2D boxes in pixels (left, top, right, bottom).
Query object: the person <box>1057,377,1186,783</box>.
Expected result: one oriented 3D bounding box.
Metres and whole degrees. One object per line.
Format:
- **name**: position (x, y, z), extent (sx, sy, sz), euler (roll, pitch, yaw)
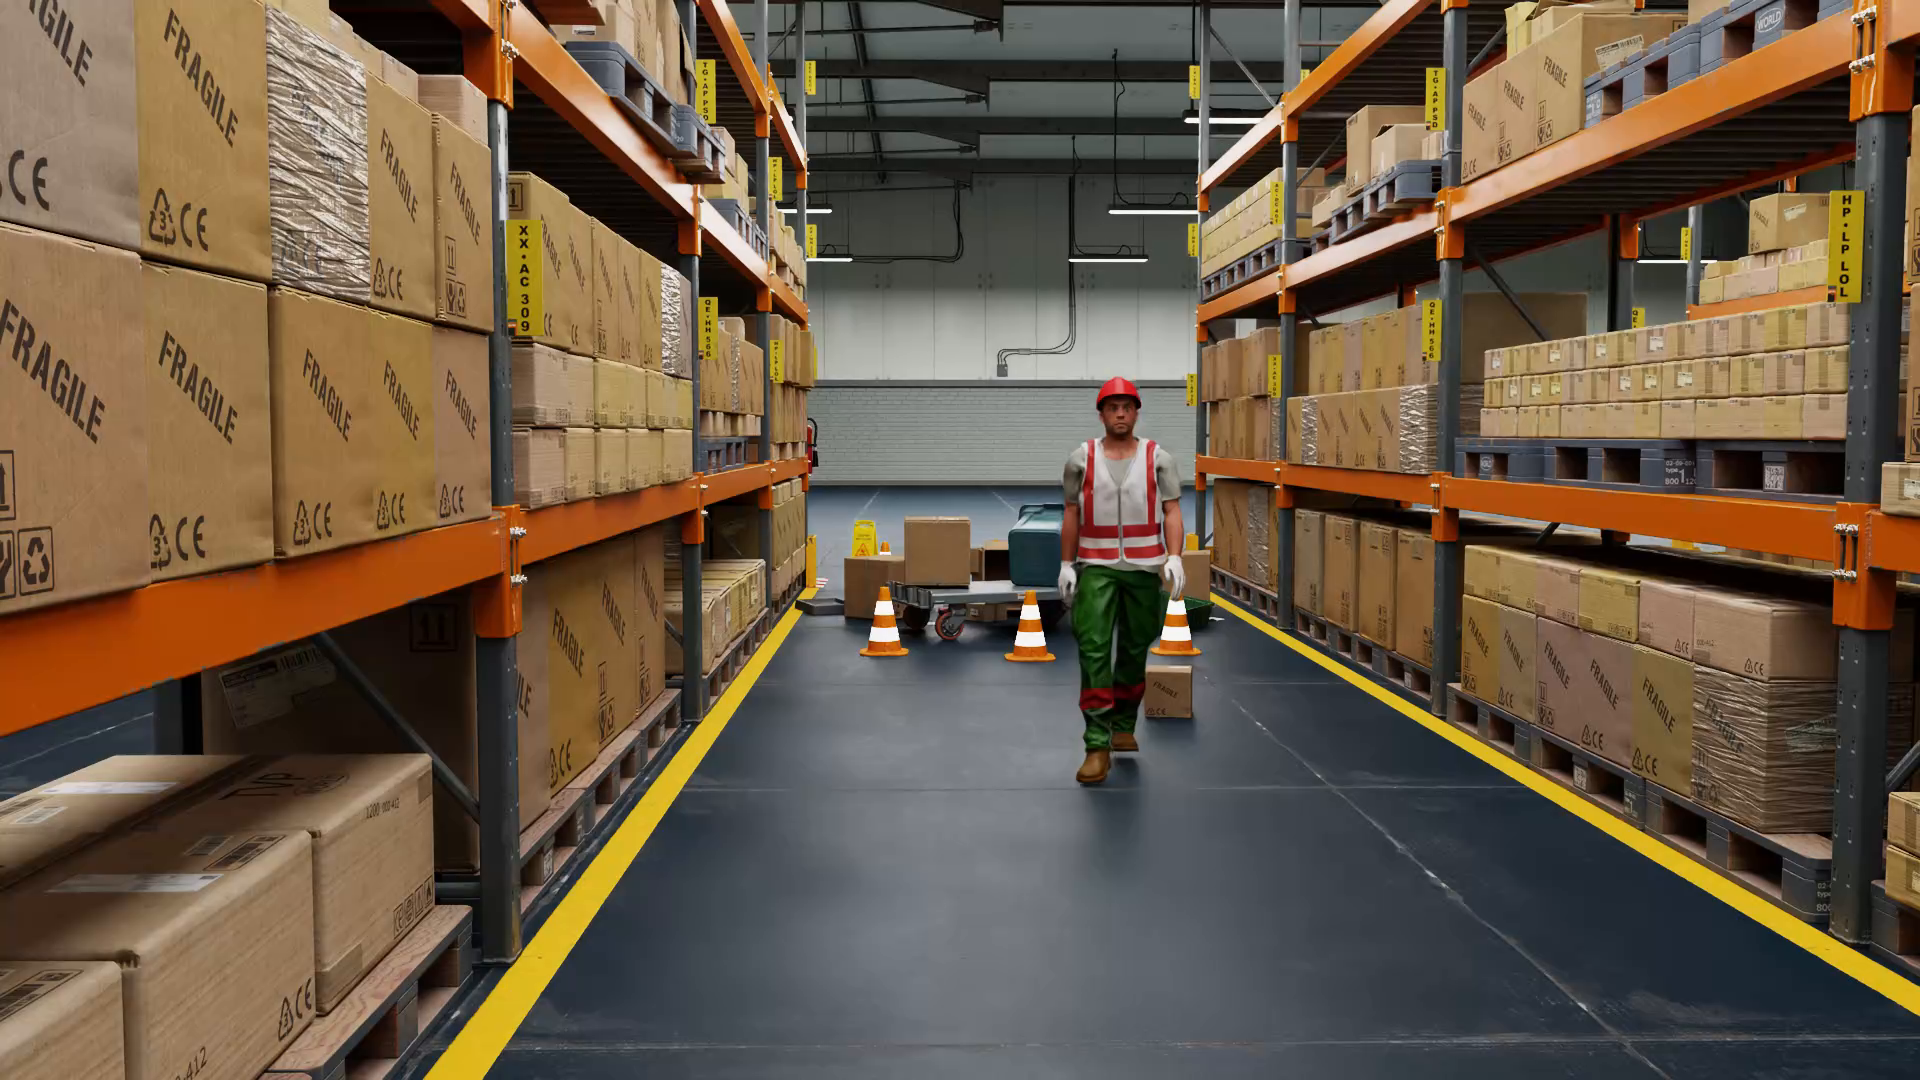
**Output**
- **person**: position (0.732, 0.143, 7.518), extent (0.570, 1.760, 0.894), euler (0, 4, 2)
